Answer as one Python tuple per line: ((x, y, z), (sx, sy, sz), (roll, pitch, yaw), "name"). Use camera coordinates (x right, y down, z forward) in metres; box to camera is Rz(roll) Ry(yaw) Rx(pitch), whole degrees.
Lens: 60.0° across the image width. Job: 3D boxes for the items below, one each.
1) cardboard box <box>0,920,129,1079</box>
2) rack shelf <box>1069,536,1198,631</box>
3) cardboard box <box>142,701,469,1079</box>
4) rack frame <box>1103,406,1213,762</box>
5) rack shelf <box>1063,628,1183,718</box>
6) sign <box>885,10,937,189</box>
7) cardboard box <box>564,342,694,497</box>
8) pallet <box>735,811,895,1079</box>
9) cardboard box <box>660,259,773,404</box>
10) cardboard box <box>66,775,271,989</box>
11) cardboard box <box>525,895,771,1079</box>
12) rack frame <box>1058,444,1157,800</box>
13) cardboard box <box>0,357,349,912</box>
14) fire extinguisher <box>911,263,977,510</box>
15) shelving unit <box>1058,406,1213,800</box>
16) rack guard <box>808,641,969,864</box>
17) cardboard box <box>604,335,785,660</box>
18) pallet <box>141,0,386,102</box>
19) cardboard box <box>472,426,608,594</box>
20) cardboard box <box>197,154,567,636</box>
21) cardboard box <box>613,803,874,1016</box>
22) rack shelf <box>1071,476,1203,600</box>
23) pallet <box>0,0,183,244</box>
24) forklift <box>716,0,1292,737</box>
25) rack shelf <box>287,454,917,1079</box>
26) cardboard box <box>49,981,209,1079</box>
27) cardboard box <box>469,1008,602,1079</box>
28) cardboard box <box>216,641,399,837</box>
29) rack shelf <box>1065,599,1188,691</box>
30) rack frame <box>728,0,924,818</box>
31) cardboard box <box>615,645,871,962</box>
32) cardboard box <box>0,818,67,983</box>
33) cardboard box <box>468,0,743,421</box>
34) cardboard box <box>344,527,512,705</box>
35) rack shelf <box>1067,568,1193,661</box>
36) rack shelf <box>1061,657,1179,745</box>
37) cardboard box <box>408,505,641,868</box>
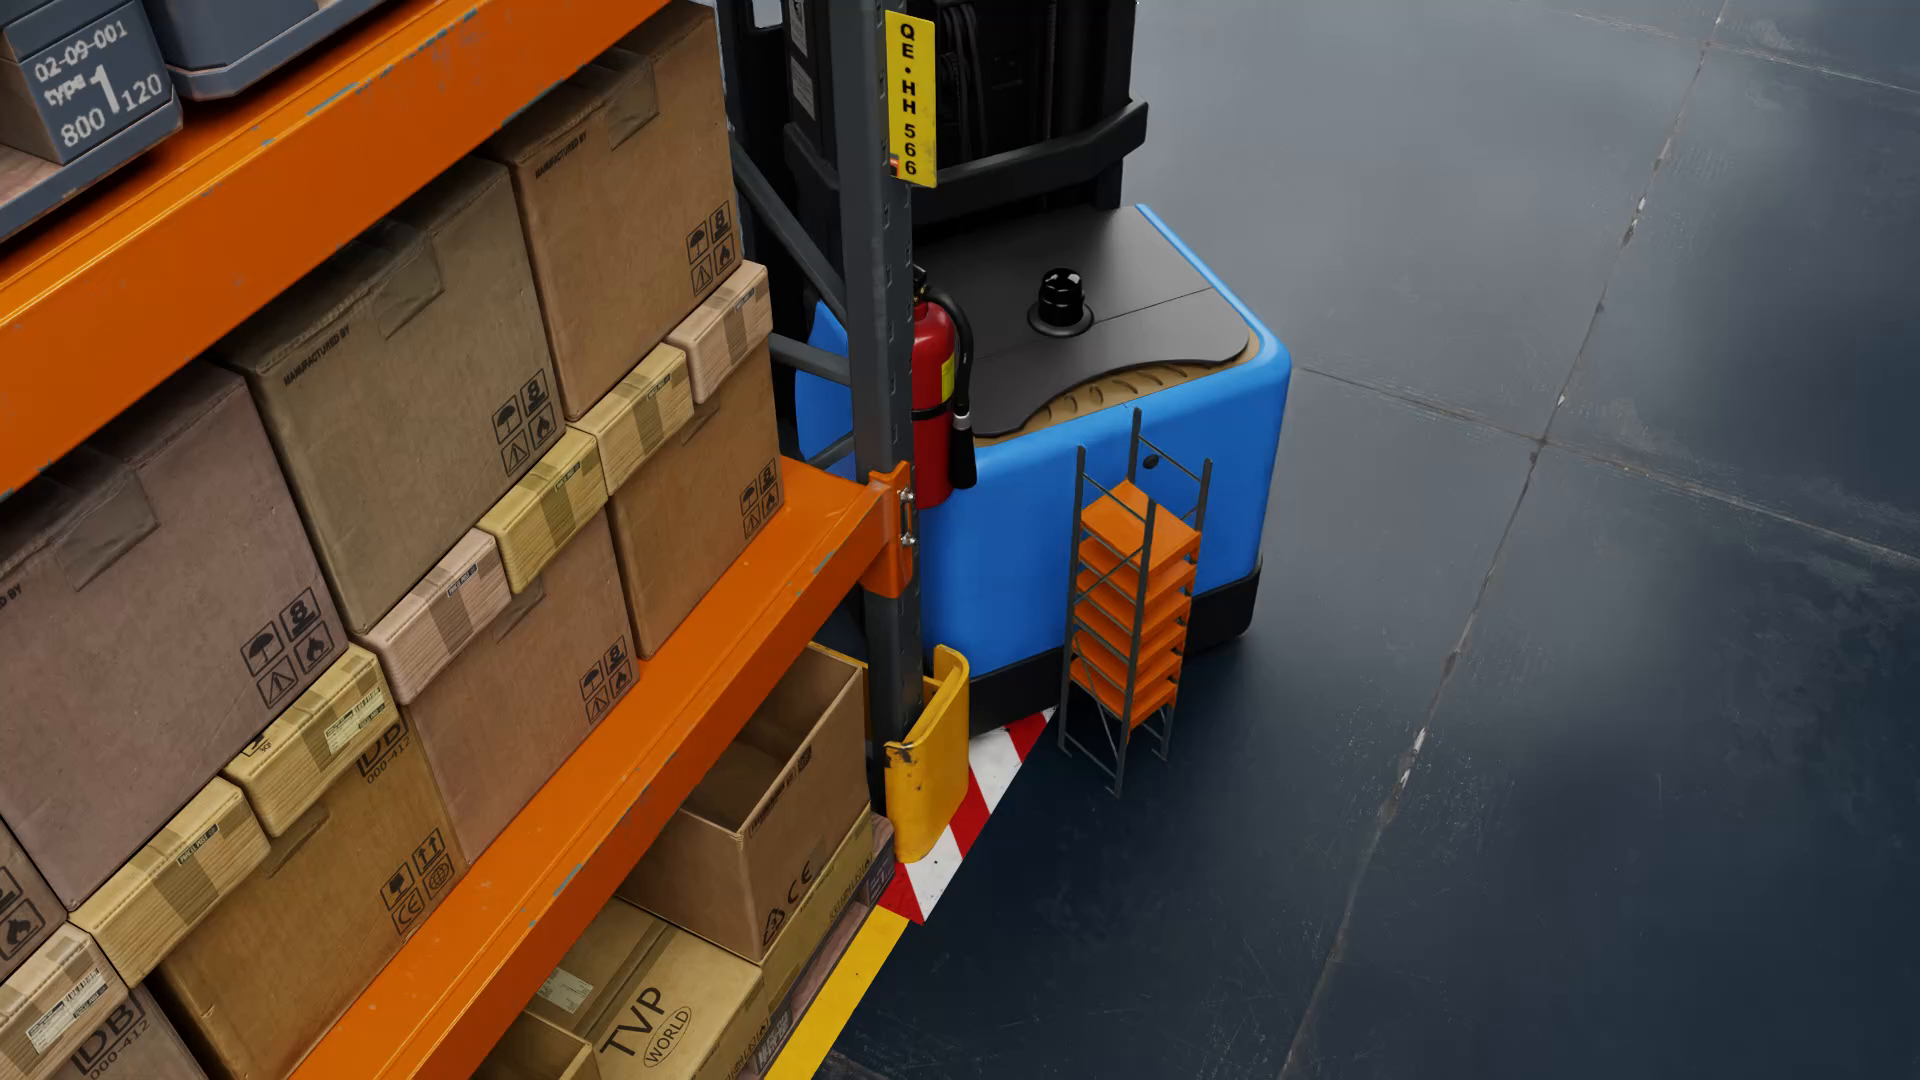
((-1.289, 0.551, 2.070), (0.380, 0.149, 0.250), (20, 49, 19), "cardboard box")
((0.419, 0.071, 4.049), (0.180, 0.103, 0.258), (-34, 57, -26), "rack shelf")
((-1.265, 0.431, 2.645), (0.700, 0.500, 0.500), (21, 49, 19), "cardboard box")
((0.488, 0.154, 4.236), (0.006, 1.200, 0.240), (-34, 57, -26), "rack frame")
((0.422, 0.309, 4.319), (0.180, 0.103, 0.258), (-34, 57, -26), "rack shelf")
((-0.088, -0.769, 2.921), (0.100, 0.325, 0.005), (20, 49, 19), "sign")
((-0.691, -0.261, 2.873), (0.380, 0.149, 0.250), (22, 49, 20), "cardboard box")
((-0.880, 1.009, 4.105), (1.003, 0.211, 1.213), (20, 49, 19), "pallet")
((-0.571, -0.427, 3.036), (0.380, 0.149, 0.250), (20, 49, 18), "cardboard box")
((-1.170, 0.390, 2.230), (0.380, 0.149, 0.250), (22, 49, 20), "cardboard box")
((-0.771, 1.106, 3.686), (0.500, 0.250, 0.500), (20, 49, 19), "cardboard box")
((0.353, 0.247, 4.156), (0.006, 1.200, 0.240), (-34, 57, -26), "rack frame")
((-1.287, 0.016, 2.143), (0.700, 0.500, 0.500), (21, 49, 19), "cardboard box")
((-0.096, -0.361, 3.552), (0.296, 0.674, 0.183), (20, 49, 19), "fire extinguisher")
((0.421, 0.200, 4.196), (0.189, 1.200, 0.258), (-34, 57, -26), "shelving unit")
((-0.551, 0.396, 4.507), (1.175, 0.500, 0.348), (20, 49, 19), "rack guard")
((-0.790, -0.212, 3.281), (0.700, 0.500, 0.500), (20, 49, 19), "cardboard box")
((-0.913, -1.054, 2.135), (1.003, 0.211, 1.213), (20, 49, 19), "pallet")
((-0.809, -0.100, 2.714), (0.380, 0.149, 0.250), (20, 49, 18), "cardboard box")
((-1.054, -0.302, 2.457), (0.700, 0.500, 0.500), (19, 48, 18), "cardboard box")
((-0.549, 0.787, 4.001), (0.500, 0.250, 0.500), (20, 49, 19), "cardboard box")
((0.419, -0.008, 3.959), (0.180, 0.103, 0.258), (-34, 57, -26), "rack shelf")
((-1.478, -0.282, 1.373), (1.003, 0.211, 1.213), (20, 49, 19), "pallet")
((-0.227, -1.538, 4.709), (1.130, 2.935, 3.031), (-19, 48, -18), "forklift")
((-1.490, 1.046, 2.613), (1.077, 0.370, 4.000), (20, 49, 19), "rack shelf")
((-1.506, 0.764, 2.316), (0.700, 0.500, 0.500), (22, 49, 20), "cardboard box")
((-0.998, 1.159, 3.106), (0.500, 0.500, 0.500), (20, 49, 19), "cardboard box")
((-1.050, 0.223, 2.394), (0.380, 0.149, 0.250), (22, 49, 20), "cardboard box")
((0.421, 0.230, 4.229), (0.180, 0.103, 0.258), (-34, 57, -26), "rack shelf")
((-0.562, -0.467, 3.603), (1.000, 3.000, 0.127), (20, 49, 19), "rack frame")
((-0.547, 0.524, 3.734), (0.500, 0.500, 0.500), (20, 49, 19), "cardboard box")
((-1.520, 0.331, 1.831), (0.700, 0.500, 0.500), (20, 49, 19), "cardboard box")
((-0.815, -0.635, 2.786), (0.700, 0.500, 0.500), (21, 49, 19), "cardboard box")
((-0.928, 0.058, 2.558), (0.380, 0.149, 0.250), (21, 49, 20), "cardboard box")
((0.420, 0.151, 4.139), (0.180, 0.103, 0.258), (-34, 57, -26), "rack shelf")
((0.422, 0.388, 4.410), (0.180, 0.103, 0.258), (-34, 57, -26), "rack shelf")
((-1.029, 0.120, 2.952), (0.700, 0.500, 0.500), (22, 49, 20), "cardboard box")
